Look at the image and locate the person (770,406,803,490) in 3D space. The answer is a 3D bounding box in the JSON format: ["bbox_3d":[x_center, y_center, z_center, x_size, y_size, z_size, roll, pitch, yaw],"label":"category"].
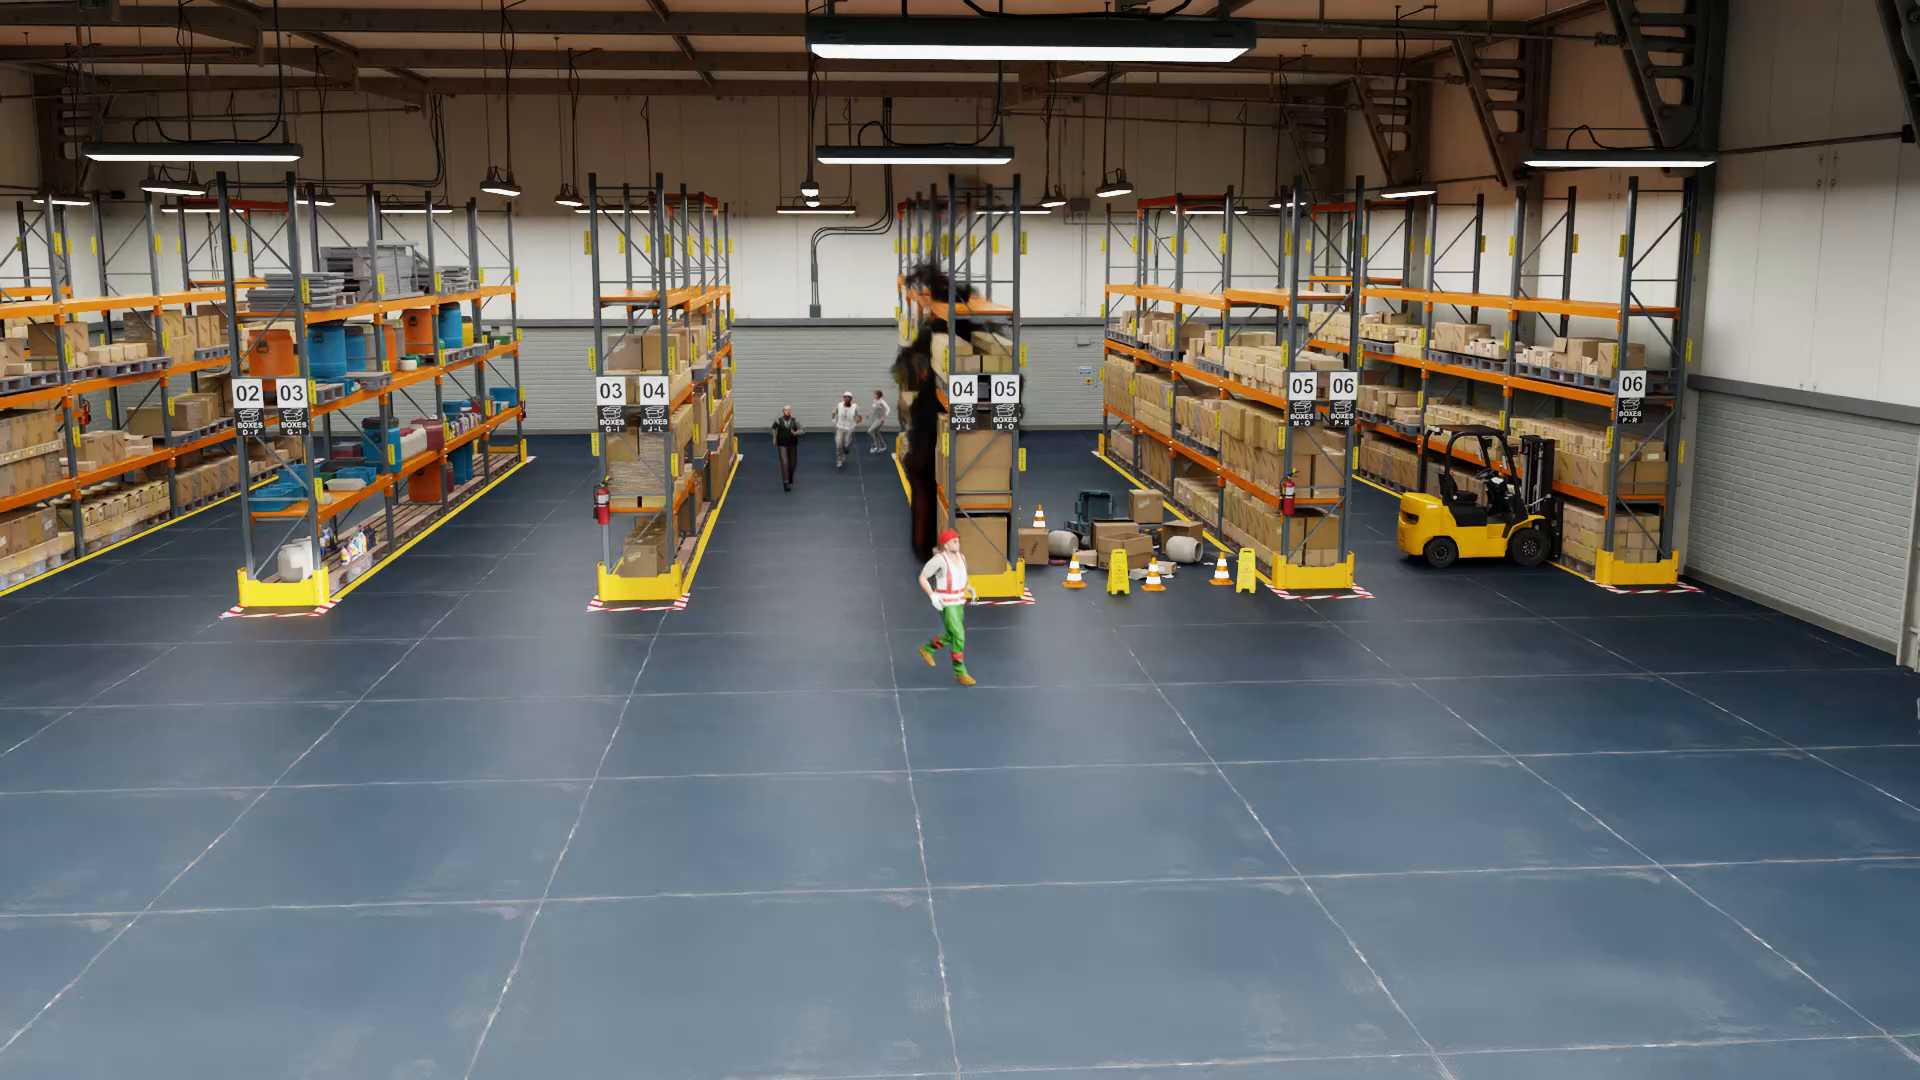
[{"bbox_3d":[-3.595,-1.945,34.635,0.657,1.705,0.970,-2,10,-13],"label":"person"}]

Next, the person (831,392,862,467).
[{"bbox_3d":[-2.616,-2.558,38.271,0.716,1.723,0.645,1,10,6],"label":"person"}]

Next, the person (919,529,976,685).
[{"bbox_3d":[-0.155,0.751,19.397,0.893,1.786,0.668,7,12,36],"label":"person"}]

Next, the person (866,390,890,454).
[{"bbox_3d":[-1.995,-2.874,40.487,0.615,1.586,0.600,-5,11,-27],"label":"person"}]
